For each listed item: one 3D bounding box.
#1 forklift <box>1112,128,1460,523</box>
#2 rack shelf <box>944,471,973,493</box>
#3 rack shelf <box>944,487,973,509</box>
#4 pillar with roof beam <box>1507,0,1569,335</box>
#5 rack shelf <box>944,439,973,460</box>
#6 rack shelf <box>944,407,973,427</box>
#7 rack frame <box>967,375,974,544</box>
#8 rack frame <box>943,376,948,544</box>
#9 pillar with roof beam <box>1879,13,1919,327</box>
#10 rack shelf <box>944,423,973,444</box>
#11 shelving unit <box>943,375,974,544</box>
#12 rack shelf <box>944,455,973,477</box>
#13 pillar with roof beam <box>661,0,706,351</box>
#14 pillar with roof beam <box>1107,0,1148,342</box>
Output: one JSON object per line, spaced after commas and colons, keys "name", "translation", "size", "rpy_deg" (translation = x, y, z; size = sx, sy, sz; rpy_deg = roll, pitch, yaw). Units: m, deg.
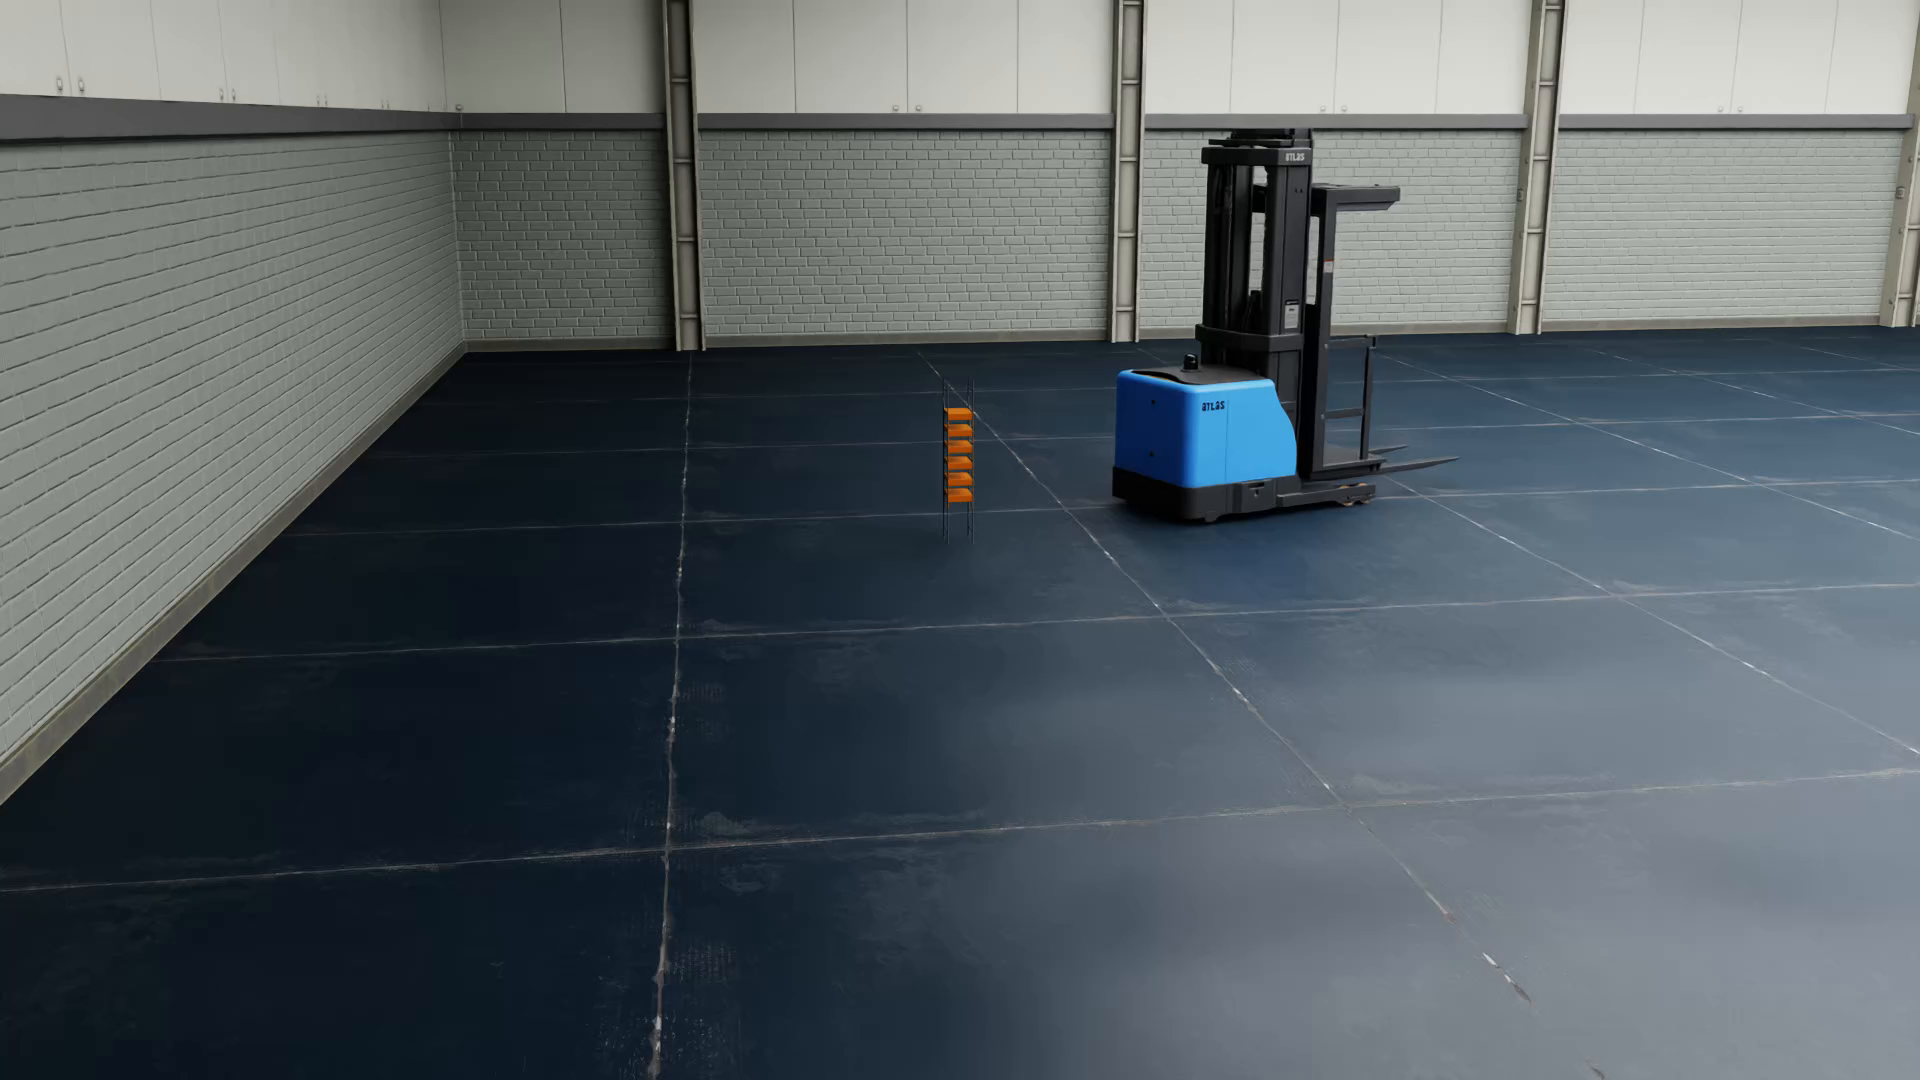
{"name": "forklift", "translation": [2.762, -1.793, 13.345], "size": [3.031, 2.935, 1.130], "rpy_deg": [-8, 16, -28]}
{"name": "rack shelf", "translation": [-0.014, -0.422, 12.114], "size": [0.180, 0.103, 0.258], "rpy_deg": [-2, 14, -8]}
{"name": "rack shelf", "translation": [-0.014, -0.306, 12.143], "size": [0.180, 0.103, 0.258], "rpy_deg": [-2, 14, -8]}
{"name": "pillar with roof beam", "translation": [8.863, -6.351, 19.048], "size": [0.400, 9.000, 9.100], "rpy_deg": [-2, 14, -8]}
{"name": "rack shelf", "translation": [-0.014, -0.655, 12.055], "size": [0.180, 0.103, 0.258], "rpy_deg": [-2, 14, -8]}
{"name": "rack shelf", "translation": [-0.014, -0.888, 11.997], "size": [0.180, 0.103, 0.258], "rpy_deg": [-2, 14, -8]}
{"name": "rack frame", "translation": [0.076, -0.585, 12.087], "size": [0.006, 1.200, 0.240], "rpy_deg": [-2, 14, -8]}
{"name": "rack frame", "translation": [-0.105, -0.578, 12.061], "size": [0.006, 1.200, 0.240], "rpy_deg": [-2, 14, -8]}
{"name": "pillar with roof beam", "translation": [14.796, -6.569, 19.915], "size": [0.400, 9.000, 9.100], "rpy_deg": [-2, 14, -8]}
{"name": "rack shelf", "translation": [-0.014, -0.771, 12.026], "size": [0.180, 0.103, 0.258], "rpy_deg": [-2, 14, -8]}
{"name": "shelving unit", "translation": [-0.014, -0.581, 12.074], "size": [0.189, 1.200, 0.258], "rpy_deg": [-2, 14, -8]}
{"name": "rack shelf", "translation": [-0.014, -0.538, 12.085], "size": [0.180, 0.103, 0.258], "rpy_deg": [-2, 14, -8]}
{"name": "pillar with roof beam", "translation": [-3.003, -5.916, 17.314], "size": [0.400, 9.000, 9.100], "rpy_deg": [-2, 14, -8]}
{"name": "pillar with roof beam", "translation": [2.930, -6.134, 18.181], "size": [0.400, 9.000, 9.100], "rpy_deg": [-2, 14, -8]}
